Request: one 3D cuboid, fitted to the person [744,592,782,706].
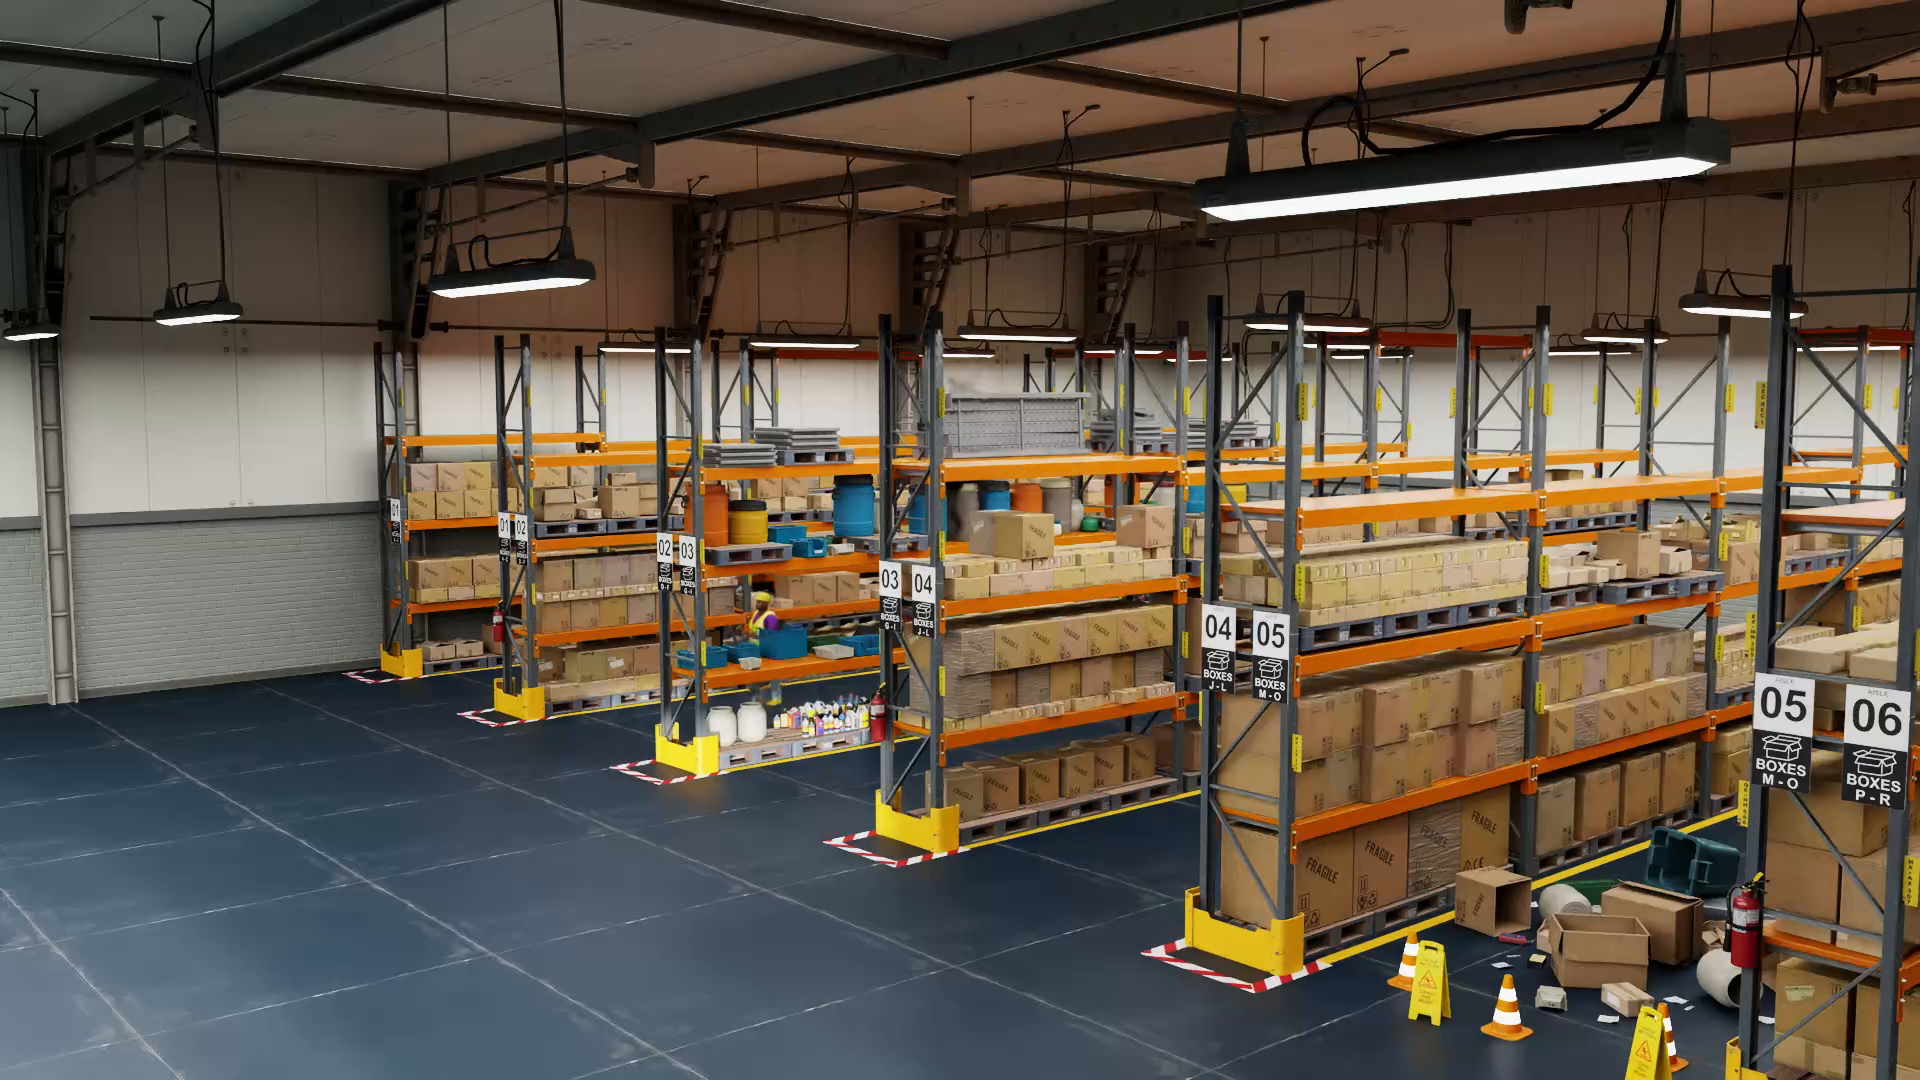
[{"bbox_3d":[-3.033,1.719,25.272,0.670,1.859,0.712,5,7,42],"label":"person"}]

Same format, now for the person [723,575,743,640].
[{"bbox_3d":[-4.333,1.437,31.679,0.675,1.688,0.762,4,6,35],"label":"person"}]
